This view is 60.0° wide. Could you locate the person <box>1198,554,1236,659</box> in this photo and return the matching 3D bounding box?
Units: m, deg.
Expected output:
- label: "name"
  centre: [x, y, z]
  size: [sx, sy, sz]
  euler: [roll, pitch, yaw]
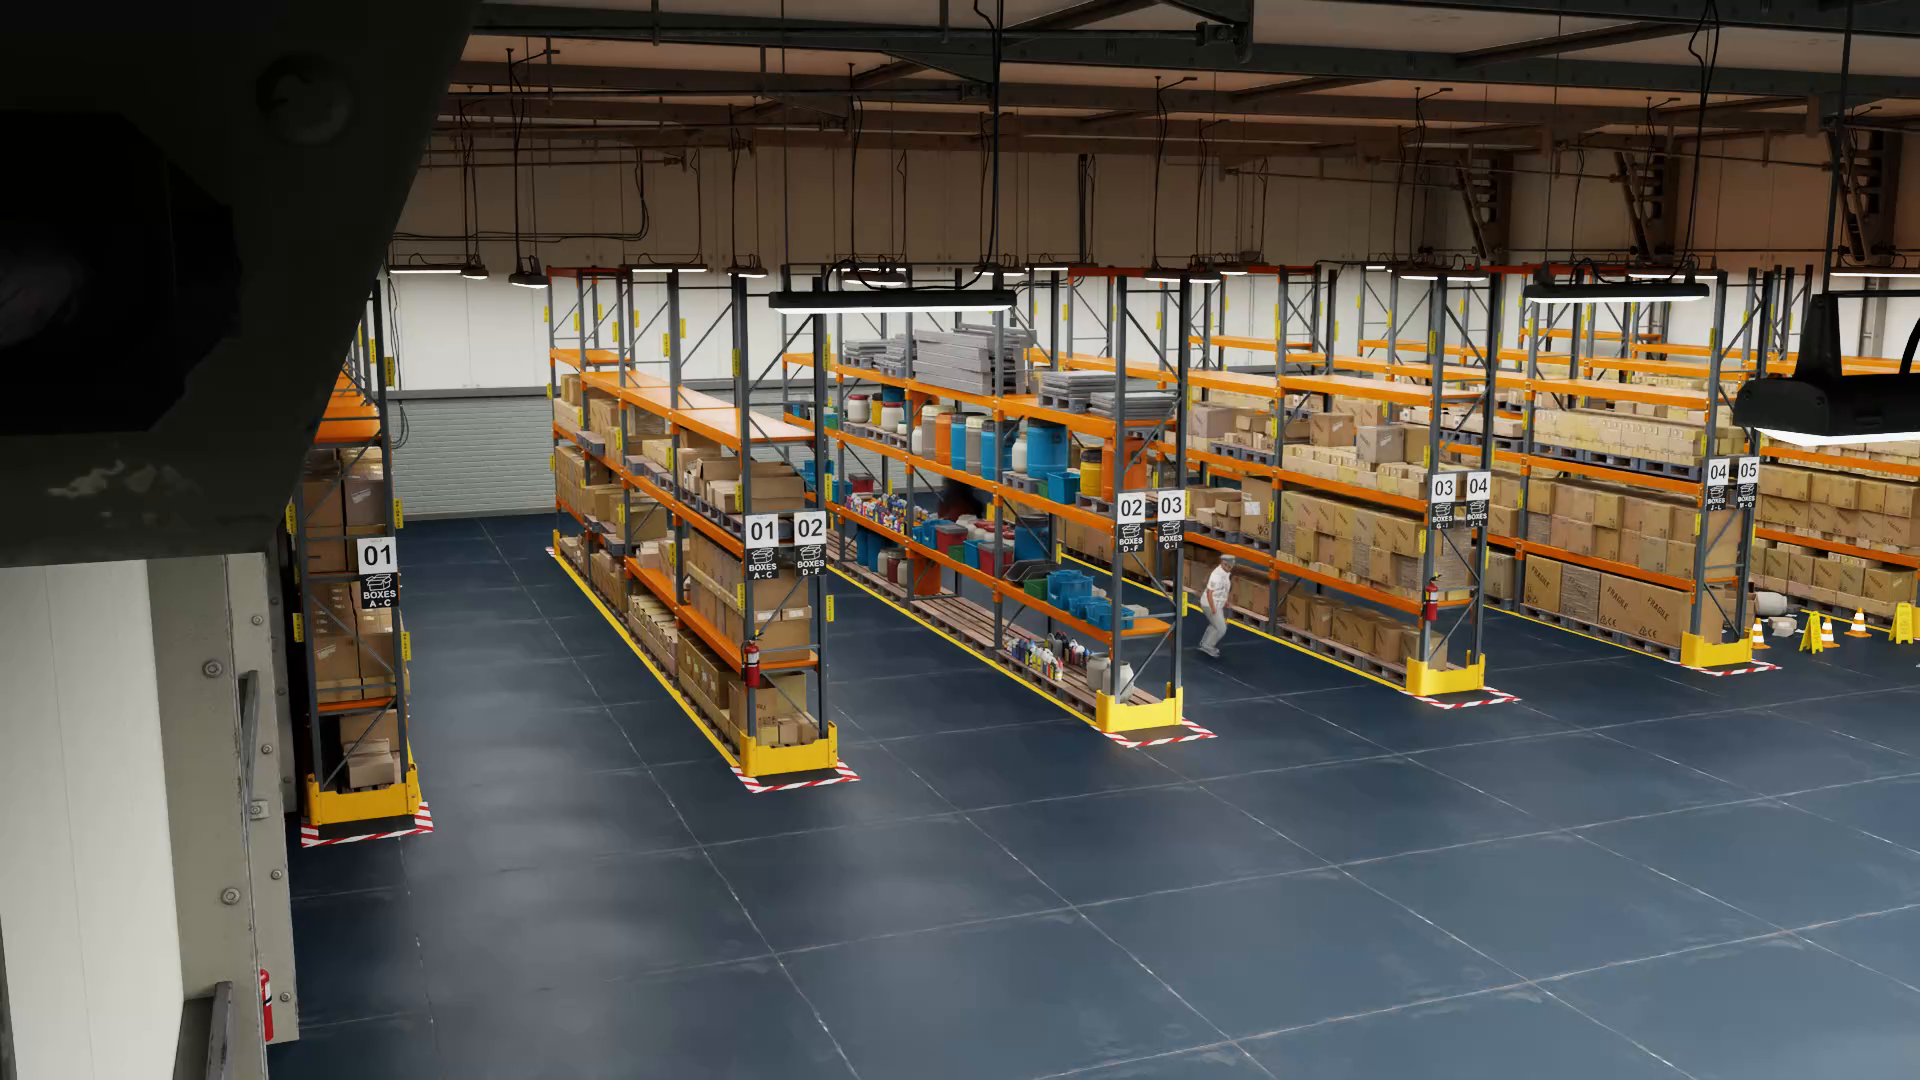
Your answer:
- label: "person"
  centre: [4.010, 1.022, 26.032]
  size: [0.649, 1.676, 0.680]
  euler: [4, 11, 24]
